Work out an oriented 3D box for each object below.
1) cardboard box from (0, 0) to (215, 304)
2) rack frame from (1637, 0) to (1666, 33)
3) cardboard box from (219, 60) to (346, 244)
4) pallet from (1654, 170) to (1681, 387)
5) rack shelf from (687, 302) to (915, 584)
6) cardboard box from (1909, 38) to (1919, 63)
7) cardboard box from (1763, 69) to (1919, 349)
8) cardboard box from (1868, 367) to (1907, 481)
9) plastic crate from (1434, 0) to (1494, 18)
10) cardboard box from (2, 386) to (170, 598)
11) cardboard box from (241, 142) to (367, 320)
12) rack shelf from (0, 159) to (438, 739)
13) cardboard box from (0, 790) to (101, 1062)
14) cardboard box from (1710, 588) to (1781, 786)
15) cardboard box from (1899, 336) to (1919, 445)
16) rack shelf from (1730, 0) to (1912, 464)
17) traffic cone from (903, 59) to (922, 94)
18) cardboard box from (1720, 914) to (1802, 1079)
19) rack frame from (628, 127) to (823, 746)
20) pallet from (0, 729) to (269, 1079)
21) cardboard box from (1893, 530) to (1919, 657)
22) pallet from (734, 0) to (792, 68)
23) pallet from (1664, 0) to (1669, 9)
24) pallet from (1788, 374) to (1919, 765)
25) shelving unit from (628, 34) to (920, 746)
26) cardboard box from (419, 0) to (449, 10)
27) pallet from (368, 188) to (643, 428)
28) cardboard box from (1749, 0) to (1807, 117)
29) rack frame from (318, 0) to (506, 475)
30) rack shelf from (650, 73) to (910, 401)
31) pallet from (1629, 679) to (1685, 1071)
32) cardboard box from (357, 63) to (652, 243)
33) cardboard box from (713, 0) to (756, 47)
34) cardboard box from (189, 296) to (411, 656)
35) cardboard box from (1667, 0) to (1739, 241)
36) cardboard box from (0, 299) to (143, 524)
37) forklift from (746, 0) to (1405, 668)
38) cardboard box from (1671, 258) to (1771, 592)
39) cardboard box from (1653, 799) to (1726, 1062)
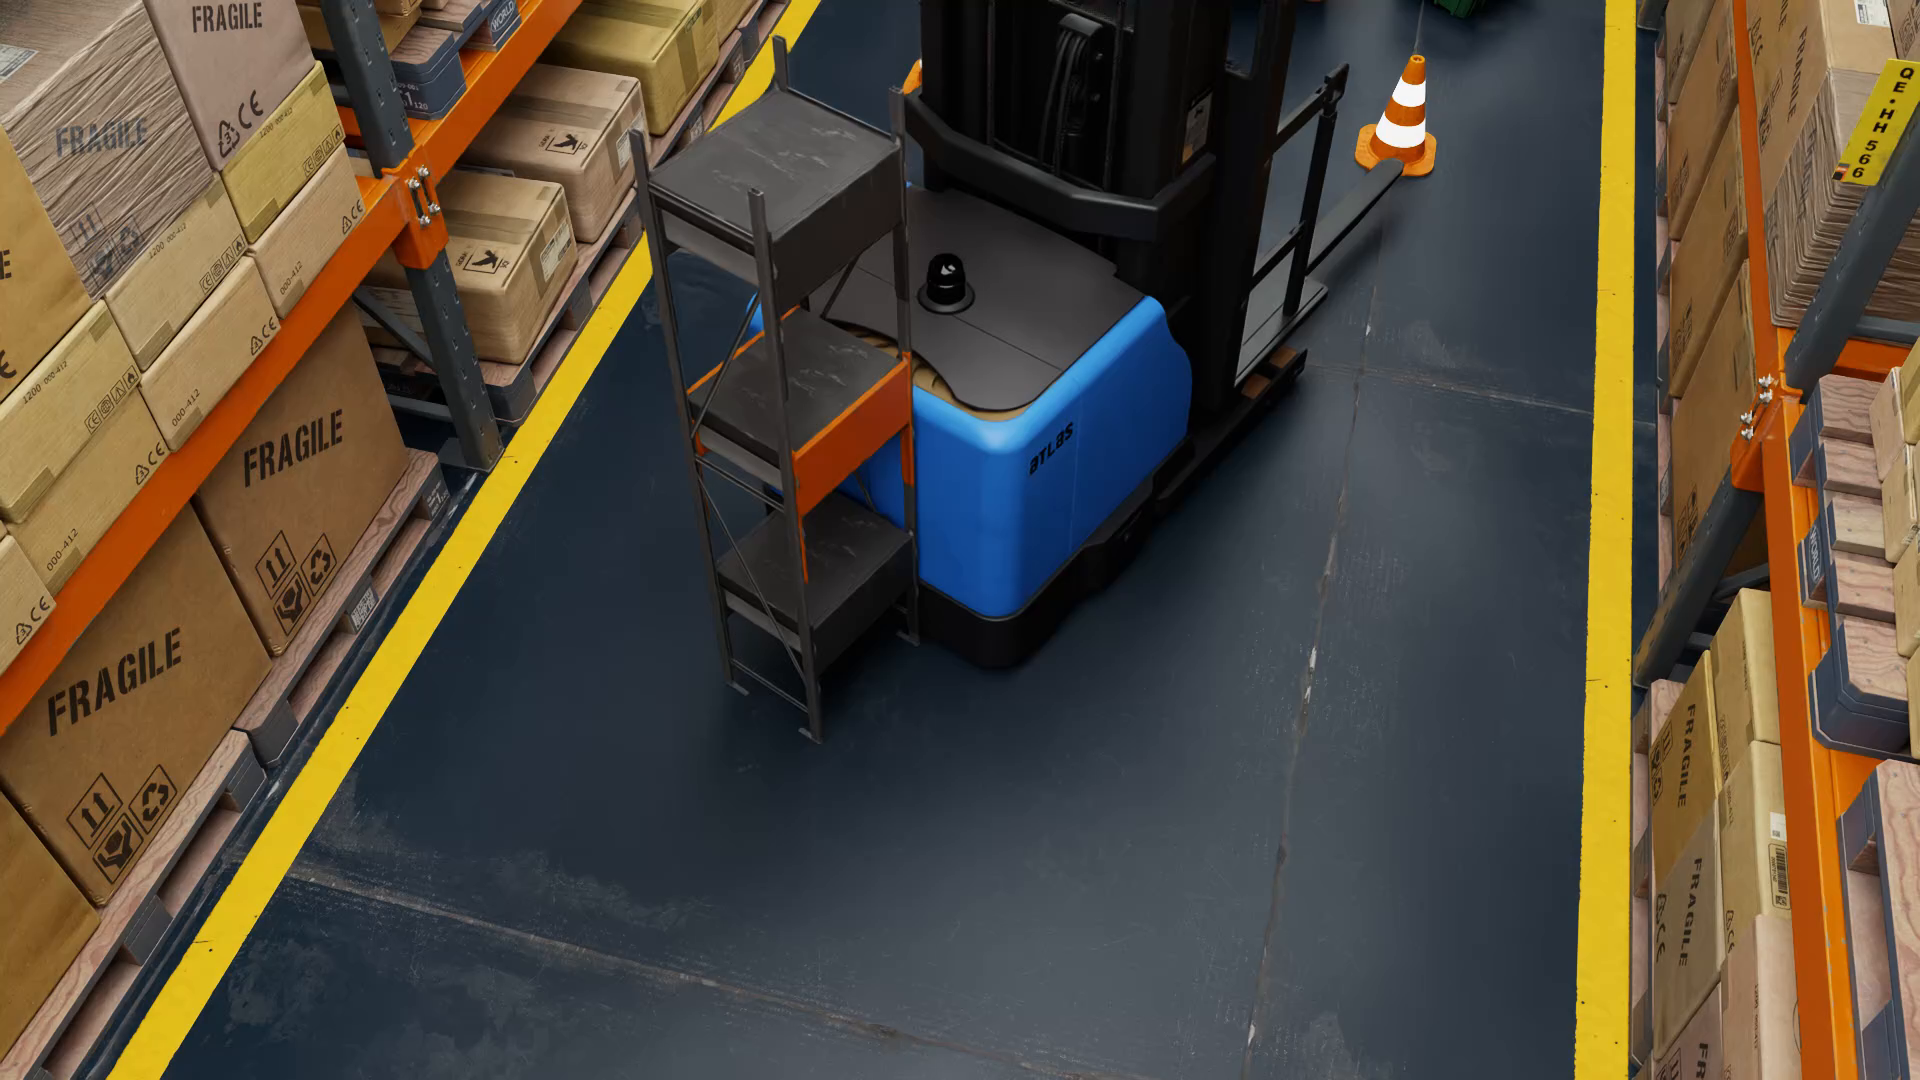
[{"bbox_3d":[-2.159,-0.934,3.840,0.500,0.500,0.500,12,50,11],"label":"cardboard box"},{"bbox_3d":[3.707,-3.358,6.713,1.000,3.000,0.127,12,50,10],"label":"rack frame"},{"bbox_3d":[-2.030,-1.084,4.473,0.500,0.250,0.500,11,50,10],"label":"cardboard box"},{"bbox_3d":[3.257,-0.977,6.472,1.003,0.211,1.213,12,50,10],"label":"pallet"},{"bbox_3d":[-0.442,-0.284,4.618,0.431,0.518,0.480,30,55,24],"label":"rack shelf"},{"bbox_3d":[2.782,-1.152,4.032,0.700,0.500,0.500,11,50,10],"label":"cardboard box"},{"bbox_3d":[2.514,-0.877,4.457,0.500,0.500,0.500,12,50,10],"label":"cardboard box"},{"bbox_3d":[2.342,-0.237,3.846,0.380,0.149,0.250,11,49,10],"label":"cardboard box"},{"bbox_3d":[2.489,-2.831,8.085,0.662,0.188,0.450,-37,68,-28],"label":"plastic crate"},{"bbox_3d":[-2.298,-0.168,3.998,0.500,0.250,0.500,11,50,10],"label":"cardboard box"},{"bbox_3d":[-2.031,-0.902,4.646,0.500,0.250,0.500,10,49,9],"label":"cardboard box"},{"bbox_3d":[-2.674,0.316,3.950,1.077,0.370,4.000,12,50,10],"label":"rack shelf"},{"bbox_3d":[-2.884,0.969,4.031,0.875,0.875,0.875,13,50,11],"label":"cardboard box"},{"bbox_3d":[2.239,0.426,4.260,0.500,0.250,0.500,10,49,8],"label":"cardboard box"},{"bbox_3d":[2.333,-0.309,3.712,0.380,0.149,0.250,14,50,12],"label":"cardboard box"},{"bbox_3d":[3.181,-1.674,5.706,1.077,0.370,4.000,12,50,10],"label":"rack shelf"},{"bbox_3d":[-0.071,-2.249,7.427,0.336,0.463,0.334,12,50,10],"label":"traffic cone"},{"bbox_3d":[1.963,1.148,3.623,0.500,0.250,0.500,12,50,10],"label":"cardboard box"},{"bbox_3d":[-0.590,-0.148,4.480,0.400,2.100,0.015,30,55,24],"label":"rack frame"},{"bbox_3d":[-2.751,0.989,4.736,1.003,0.211,1.213,12,50,10],"label":"pallet"},{"bbox_3d":[2.200,0.152,3.503,0.380,0.149,0.250,14,50,12],"label":"cardboard box"},{"bbox_3d":[-1.299,-2.776,8.059,1.003,0.211,1.213,12,50,10],"label":"pallet"},{"bbox_3d":[3.983,-2.970,8.231,1.003,0.211,1.213,12,50,10],"label":"pallet"},{"bbox_3d":[2.569,0.135,3.758,1.213,0.211,1.003,12,50,10],"label":"pallet"},{"bbox_3d":[-0.442,-0.293,4.608,0.431,2.100,0.503,30,55,24],"label":"shelving unit"},{"bbox_3d":[-1.776,-1.821,5.244,0.380,0.149,0.250,9,49,8],"label":"cardboard box"},{"bbox_3d":[-1.941,-1.011,6.502,1.003,0.211,1.213,12,50,10],"label":"pallet"},{"bbox_3d":[2.778,-1.599,5.094,0.500,0.500,0.500,11,49,9],"label":"cardboard box"},{"bbox_3d":[-2.148,-1.369,4.957,1.000,3.000,0.127,12,50,10],"label":"rack frame"},{"bbox_3d":[-0.442,-0.747,4.093,0.431,0.518,0.480,30,55,24],"label":"rack shelf"},{"bbox_3d":[2.447,1.023,4.707,1.003,0.211,1.213,12,50,10],"label":"pallet"},{"bbox_3d":[-1.803,-1.580,6.617,0.950,0.372,0.625,11,49,9],"label":"cardboard box"},{"bbox_3d":[-1.417,-2.631,7.544,0.950,0.372,0.625,14,50,12],"label":"cardboard box"},{"bbox_3d":[-2.410,-0.321,5.170,0.875,0.875,0.875,11,50,10],"label":"cardboard box"},{"bbox_3d":[3.373,-1.589,6.372,1.050,0.750,0.750,12,50,10],"label":"cardboard box"},{"bbox_3d":[-2.277,-0.338,3.814,0.500,0.250,0.500,10,49,9],"label":"cardboard box"},{"bbox_3d":[0.638,-1.623,5.227,1.130,2.935,3.031,30,55,24],"label":"forklift"},{"bbox_3d":[2.901,-0.282,5.219,1.050,0.750,0.750,11,49,10],"label":"cardboard box"},{"bbox_3d":[2.093,1.049,4.211,0.500,0.500,0.500,12,50,10],"label":"cardboard box"}]
